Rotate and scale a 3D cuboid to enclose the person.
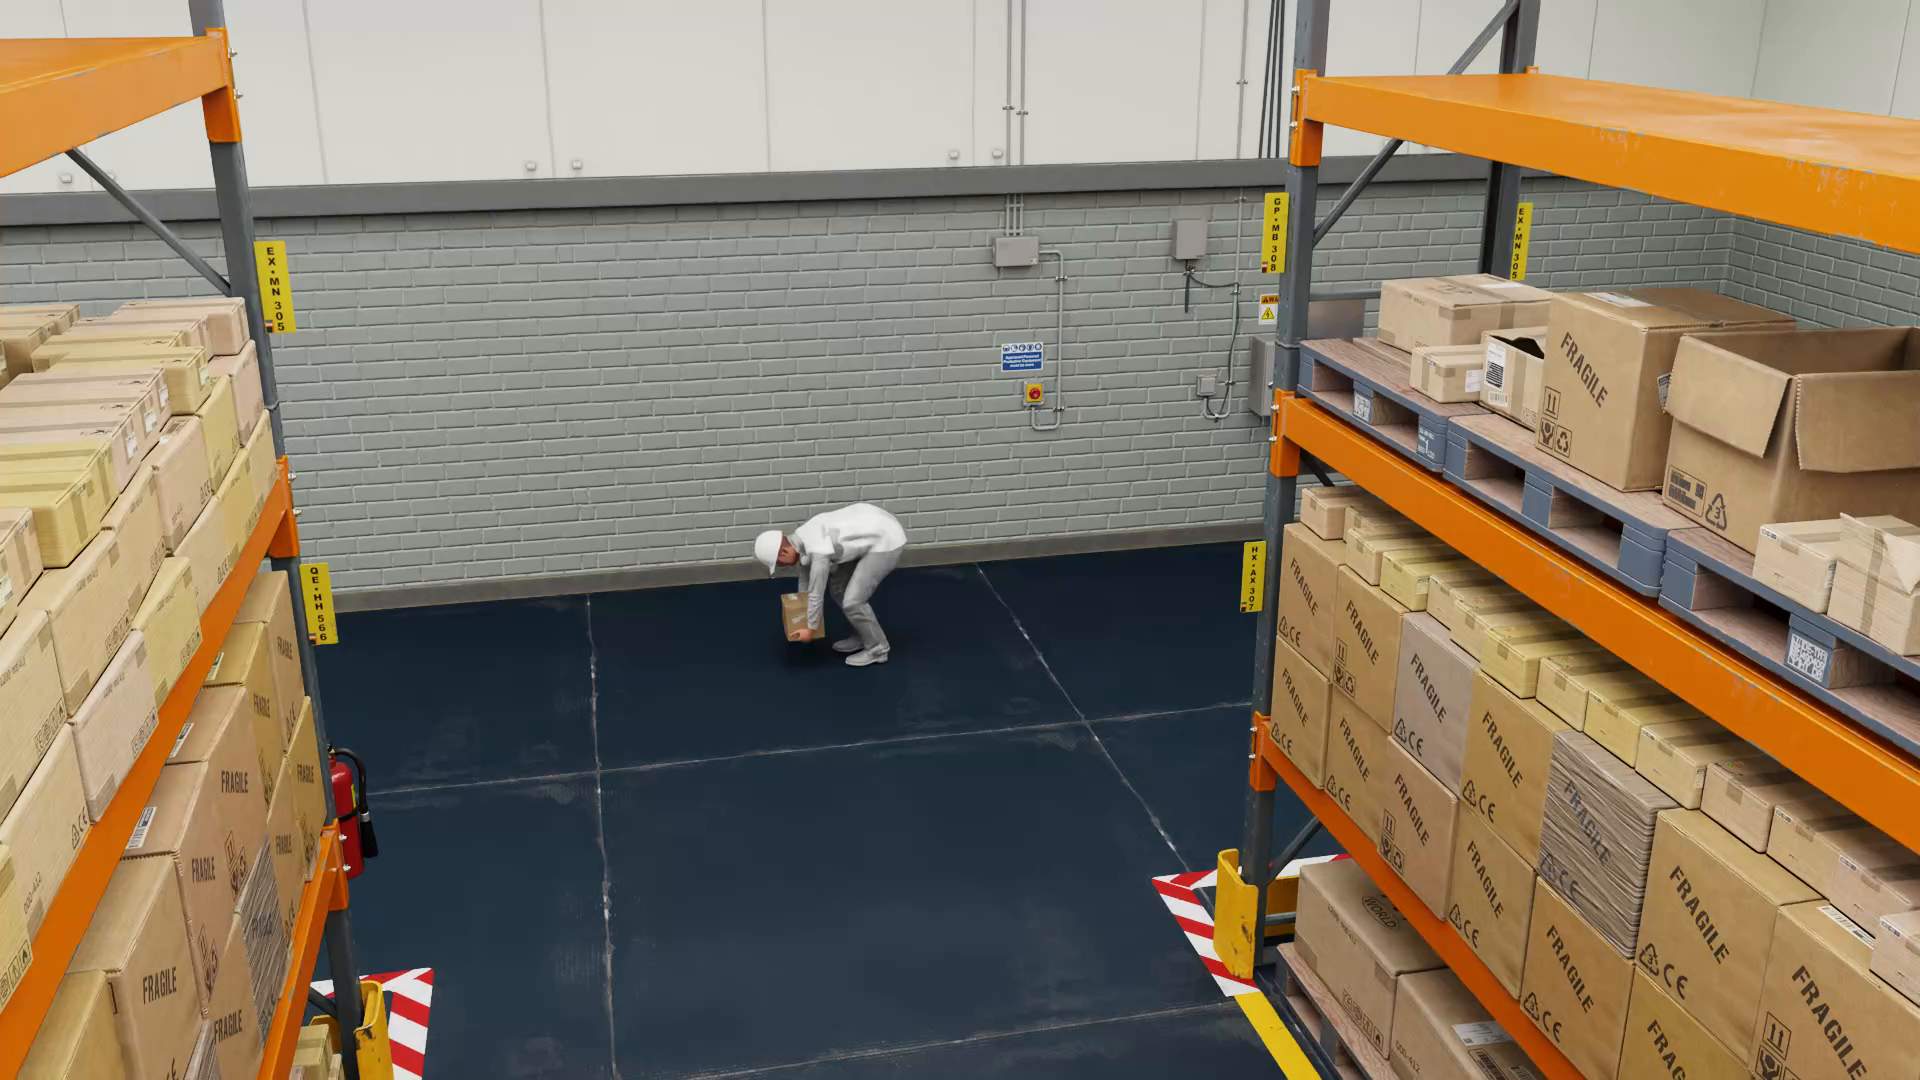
[{"bbox_3d":[-0.867,0.306,11.205,1.011,1.078,0.477,-5,20,-15],"label":"person"}]
